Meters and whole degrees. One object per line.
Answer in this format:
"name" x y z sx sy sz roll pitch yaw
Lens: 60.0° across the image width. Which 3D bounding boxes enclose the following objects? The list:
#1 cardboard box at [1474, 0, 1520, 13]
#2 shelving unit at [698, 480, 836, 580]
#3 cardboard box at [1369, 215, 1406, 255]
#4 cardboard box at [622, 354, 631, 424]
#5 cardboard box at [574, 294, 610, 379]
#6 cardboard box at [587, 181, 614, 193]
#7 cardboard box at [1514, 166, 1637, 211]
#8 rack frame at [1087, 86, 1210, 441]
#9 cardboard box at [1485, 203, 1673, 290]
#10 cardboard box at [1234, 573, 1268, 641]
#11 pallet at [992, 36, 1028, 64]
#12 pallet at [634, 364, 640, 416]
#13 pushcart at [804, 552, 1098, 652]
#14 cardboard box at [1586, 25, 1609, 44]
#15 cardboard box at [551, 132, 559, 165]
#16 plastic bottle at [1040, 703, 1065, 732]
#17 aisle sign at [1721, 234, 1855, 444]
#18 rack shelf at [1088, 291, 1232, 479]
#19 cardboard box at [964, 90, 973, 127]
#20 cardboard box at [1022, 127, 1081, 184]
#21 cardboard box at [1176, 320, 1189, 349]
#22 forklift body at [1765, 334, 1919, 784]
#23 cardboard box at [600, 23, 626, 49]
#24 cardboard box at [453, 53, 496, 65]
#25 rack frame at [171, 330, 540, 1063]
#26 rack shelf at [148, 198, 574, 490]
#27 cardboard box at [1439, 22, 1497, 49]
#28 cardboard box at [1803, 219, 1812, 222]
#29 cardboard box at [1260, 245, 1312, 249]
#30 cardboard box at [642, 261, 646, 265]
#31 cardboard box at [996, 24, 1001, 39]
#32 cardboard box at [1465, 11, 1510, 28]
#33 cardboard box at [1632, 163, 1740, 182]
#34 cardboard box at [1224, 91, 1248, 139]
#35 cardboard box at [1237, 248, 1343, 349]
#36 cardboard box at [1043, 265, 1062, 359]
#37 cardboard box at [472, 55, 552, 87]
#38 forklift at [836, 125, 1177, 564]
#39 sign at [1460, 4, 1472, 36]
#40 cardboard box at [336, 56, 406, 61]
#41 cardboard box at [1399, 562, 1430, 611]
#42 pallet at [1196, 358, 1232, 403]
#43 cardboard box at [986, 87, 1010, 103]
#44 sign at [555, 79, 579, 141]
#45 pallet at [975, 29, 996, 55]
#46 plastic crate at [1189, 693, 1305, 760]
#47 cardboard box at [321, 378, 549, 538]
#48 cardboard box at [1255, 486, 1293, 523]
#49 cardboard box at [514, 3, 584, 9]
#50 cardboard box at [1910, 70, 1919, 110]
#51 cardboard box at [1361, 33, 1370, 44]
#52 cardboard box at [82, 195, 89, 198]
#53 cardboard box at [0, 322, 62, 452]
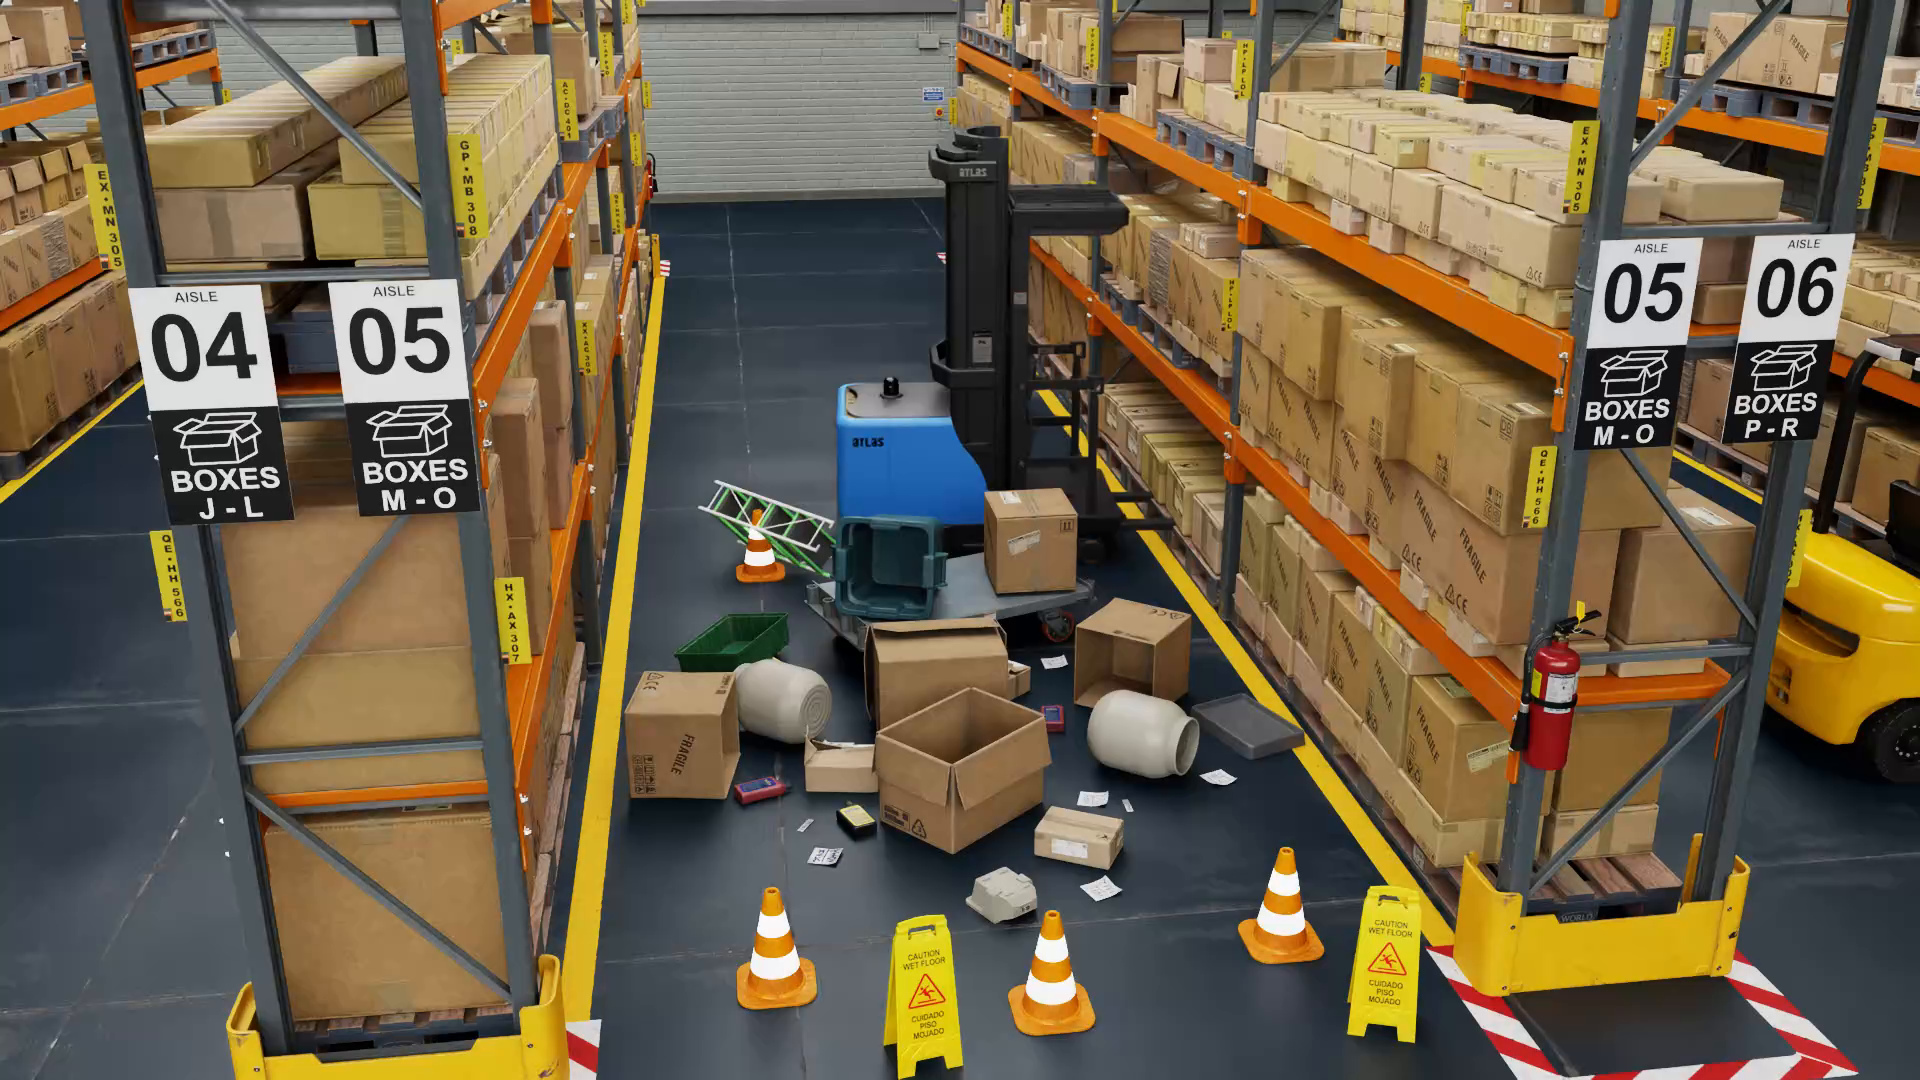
"cardboard box" 5.649 -5.681 17.451 0.396 0.266 0.258 -3 21 -8
"shelving unit" -1.223 -0.052 11.529 1.200 0.503 0.258 19 71 39
"cardboard box" 2.176 -1.458 7.905 0.380 0.149 0.250 -3 21 -8
"cardboard box" -3.117 -1.301 14.383 0.500 0.500 0.500 -4 21 -10
"cardboard box" -2.716 -1.398 11.530 0.500 0.500 0.500 -3 21 -7
"cardboard box" -3.448 -3.272 15.598 0.380 0.149 0.250 -4 21 -10
"cardboard box" 2.430 -1.386 6.573 0.380 0.149 0.250 -3 21 -7
"rack frame" 1.617 -2.302 14.091 1.000 3.000 0.127 -3 21 -8
"cardboard box" 2.429 -1.170 6.563 0.500 0.250 0.500 -3 21 -8
"cardboard box" 2.011 0.393 10.208 0.500 0.250 0.500 -4 21 -10
"pallet" 0.932 -5.334 18.050 1.003 0.211 1.213 -3 21 -8
"pallet" -3.551 -1.403 15.670 1.003 0.211 1.213 -3 21 -8
"pushcart" -0.056 0.444 10.488 1.648 0.377 0.936 -11 23 -26
"cardboard box" 6.037 -4.680 15.393 0.380 0.149 0.250 -3 21 -9
"cardboard box" -2.322 -2.053 8.755 0.380 0.149 0.250 -3 21 -8
"plastic bottle" 0.523 1.001 9.448 0.133 0.061 0.283 1 20 2
"aisle sign" 3.085 -0.744 6.205 0.394 0.787 0.004 -3 21 -8
"rack shelf" 1.905 -1.272 12.363 1.077 0.370 4.000 -3 21 -8
"cardboard box" 0.332 -5.228 20.354 0.500 0.500 0.500 -3 21 -9
"cardboard box" 0.920 -3.860 16.692 0.500 0.500 0.500 -3 21 -8
"cardboard box" 1.712 -1.428 11.510 0.380 0.149 0.250 -3 21 -7
"forklift body" 5.602 0.050 9.009 2.313 2.155 1.214 -3 21 -8
"cardboard box" -3.676 -5.150 16.930 0.500 0.250 0.500 -2 21 -6
"cardboard box" -3.381 -3.362 12.028 0.500 0.311 0.500 -3 21 -8
"rack frame" -2.114 0.753 5.913 1.000 3.000 0.127 -3 21 -8
"rack shelf" -2.402 -1.008 7.368 1.077 0.370 4.000 -3 21 -8
"cardboard box" 5.634 -5.567 18.336 0.500 0.250 0.500 -3 21 -8
"cardboard box" 7.005 -2.542 13.666 0.380 0.149 0.250 -3 21 -9
"cardboard box" 2.279 -1.822 11.638 0.500 0.500 0.500 -3 21 -8
"cardboard box" -3.879 -3.171 19.468 0.380 0.149 0.250 -2 21 -5
"cardboard box" 0.593 -5.514 18.022 0.380 0.149 0.250 -2 21 -6
"cardboard box" 5.560 -5.483 17.513 0.380 0.149 0.250 -2 21 -6
"cardboard box" 2.868 -1.413 6.644 0.380 0.149 0.250 -3 21 -8
"cardboard box" 1.966 -2.643 10.333 0.500 0.250 0.500 -3 21 -9
"cardboard box" 2.042 -1.408 9.702 0.700 0.500 0.500 -3 21 -8
"cardboard box" 1.346 -2.365 16.698 0.875 0.875 0.875 -2 21 -6
"cardboard box" -2.322 -2.426 8.614 0.380 0.149 0.250 -3 21 -8
"forklift" 0.627 -1.384 11.733 3.031 2.935 1.130 -1 21 -3
"sign" 5.415 -5.556 17.778 0.100 0.325 0.005 -3 21 -8
"cardboard box" -2.975 -2.394 8.527 0.380 0.149 0.250 -3 21 -7
"cardboard box" 2.275 0.208 7.732 0.380 0.149 0.250 -3 21 -7
"pallet" 2.227 -1.099 11.145 1.003 0.211 1.213 -3 21 -8
"cardboard box" 0.509 -5.126 19.156 0.380 0.149 0.250 -3 21 -8
"sign" -2.142 -2.345 9.069 0.100 0.325 0.005 -3 21 -8
"pallet" 0.760 -5.755 19.179 1.003 0.211 1.213 -3 21 -8
"plastic crate" 1.608 1.036 9.328 0.402 0.080 0.583 -11 23 -26
"cardboard box" -2.246 -0.340 7.082 0.875 0.550 0.550 -3 21 -8
"cardboard box" 1.970 -0.216 9.839 0.380 0.149 0.250 -3 21 -7
"cardboard box" -3.898 -4.914 16.055 0.700 0.500 0.500 -3 21 -8
"cardboard box" 6.759 -3.014 11.095 0.500 0.311 0.500 -4 21 -9
"cardboard box" 5.208 -6.218 20.649 0.380 0.149 0.250 -2 21 -7
"cardboard box" -8.429 -3.085 16.047 0.500 0.500 0.500 -3 21 -8
"cardboard box" -8.269 -1.243 13.694 1.225 0.875 0.875 -4 21 -10
